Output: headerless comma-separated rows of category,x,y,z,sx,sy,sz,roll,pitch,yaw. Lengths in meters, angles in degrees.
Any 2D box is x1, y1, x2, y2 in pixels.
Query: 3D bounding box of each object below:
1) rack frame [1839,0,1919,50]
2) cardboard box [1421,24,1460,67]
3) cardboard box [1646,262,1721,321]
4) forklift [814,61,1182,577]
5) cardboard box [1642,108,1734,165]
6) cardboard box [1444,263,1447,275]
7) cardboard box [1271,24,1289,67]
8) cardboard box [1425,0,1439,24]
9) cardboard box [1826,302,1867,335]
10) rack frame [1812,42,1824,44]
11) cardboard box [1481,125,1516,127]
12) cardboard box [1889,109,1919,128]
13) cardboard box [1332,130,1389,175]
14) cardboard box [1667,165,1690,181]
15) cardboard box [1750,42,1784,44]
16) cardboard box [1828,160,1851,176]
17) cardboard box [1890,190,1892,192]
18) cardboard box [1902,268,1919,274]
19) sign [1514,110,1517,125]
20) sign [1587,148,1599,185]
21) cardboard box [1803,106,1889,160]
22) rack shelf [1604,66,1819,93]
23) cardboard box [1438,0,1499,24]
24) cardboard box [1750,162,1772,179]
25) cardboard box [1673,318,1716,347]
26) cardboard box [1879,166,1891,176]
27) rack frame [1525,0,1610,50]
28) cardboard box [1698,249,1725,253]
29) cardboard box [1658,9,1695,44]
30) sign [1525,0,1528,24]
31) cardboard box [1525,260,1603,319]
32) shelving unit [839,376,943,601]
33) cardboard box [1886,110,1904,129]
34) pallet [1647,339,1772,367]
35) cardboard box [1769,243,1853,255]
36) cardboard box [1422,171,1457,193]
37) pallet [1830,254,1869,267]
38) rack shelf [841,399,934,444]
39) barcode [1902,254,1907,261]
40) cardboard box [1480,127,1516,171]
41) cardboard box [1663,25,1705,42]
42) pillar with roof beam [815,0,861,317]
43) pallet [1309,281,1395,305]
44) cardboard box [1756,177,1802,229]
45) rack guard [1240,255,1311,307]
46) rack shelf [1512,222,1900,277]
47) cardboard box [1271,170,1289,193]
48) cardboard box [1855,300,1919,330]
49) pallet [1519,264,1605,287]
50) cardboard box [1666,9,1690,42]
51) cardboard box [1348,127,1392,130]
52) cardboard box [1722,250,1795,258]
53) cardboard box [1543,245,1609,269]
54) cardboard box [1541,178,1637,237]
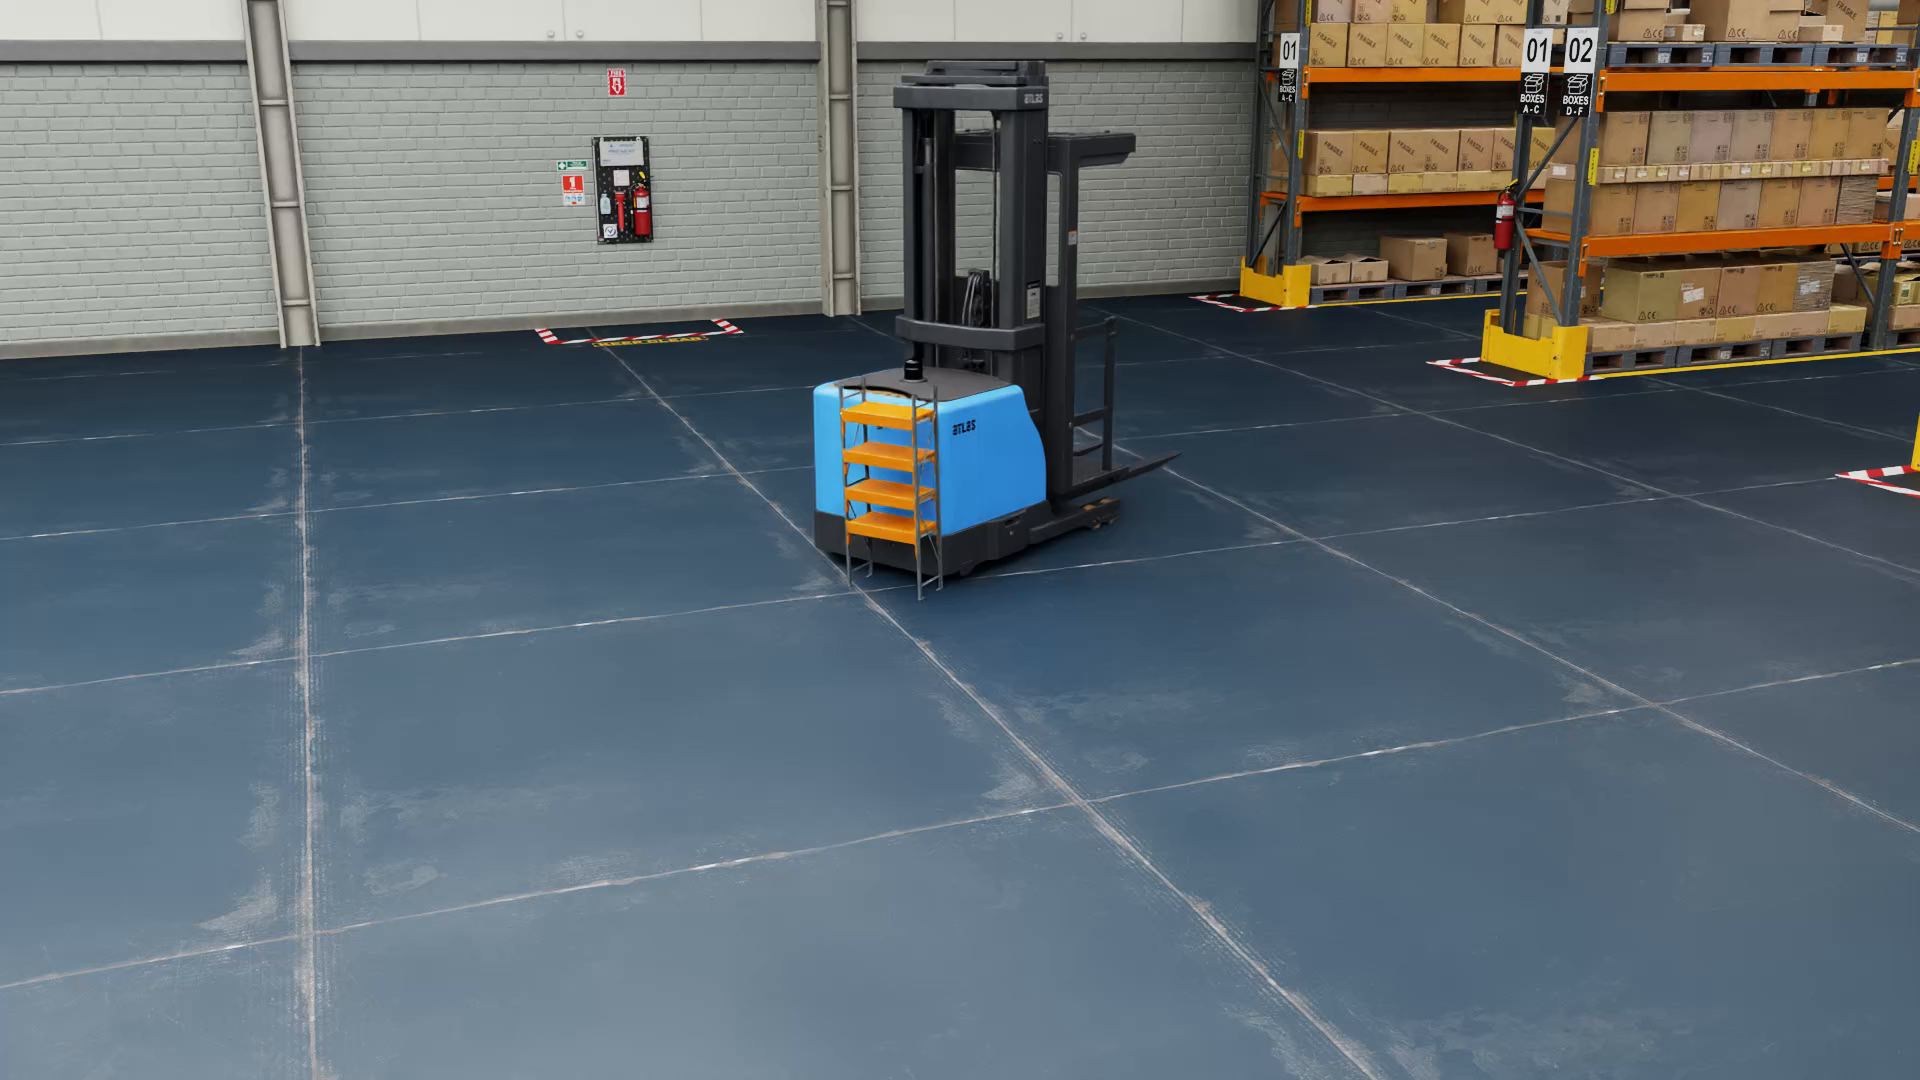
rack frame,9.365,-6.409,16.454,0.127,3.000,1.000,-6,17,-20
cardboard box,5.745,-6.053,20.351,0.500,0.500,0.500,-5,17,-17
cardboard box,7.138,-2.470,16.489,0.500,0.500,0.500,-6,17,-20
forklift,0.408,-1.544,10.655,1.130,2.935,3.031,12,20,36
cardboard box,7.079,-3.953,16.255,0.500,0.500,0.700,-6,17,-20
cardboard box,6.088,-3.521,21.544,0.250,0.149,0.380,-8,18,-25
cardboard box,4.152,-6.036,20.293,0.500,0.500,0.500,-5,17,-16
cardboard box,5.609,-6.670,20.677,0.500,0.500,0.500,-6,17,-20
cardboard box,9.010,-2.309,17.272,0.500,0.250,0.500,-6,17,-20
rack frame,11.324,-8.116,22.264,0.127,3.000,1.000,-6,17,-20
cardboard box,7.075,-5.139,21.674,0.500,0.500,0.500,-7,18,-21
cardboard box,13.281,-5.934,23.411,0.500,0.250,0.500,-7,18,-21
cardboard box,4.872,-4.744,20.331,0.500,0.500,0.500,-6,17,-20
cardboard box,6.788,-3.547,16.024,0.250,0.149,0.380,-6,18,-21
cardboard box,10.748,-6.500,22.207,0.500,0.311,0.500,-6,17,-20
cardboard box,8.712,-3.755,16.733,0.250,0.149,0.380,-7,18,-22
cardboard box,10.120,-3.604,17.784,0.258,0.266,0.396,-7,18,-21
cardboard box,10.309,-2.708,17.634,0.500,0.311,0.500,-6,18,-21
sign,7.387,-5.535,22.069,0.005,0.325,0.100,-6,17,-20
sign,5.822,-3.434,15.293,0.005,0.325,0.100,-6,17,-20
cardboard box,8.952,-4.155,16.944,0.500,0.500,0.700,-6,17,-20
rack shelf,9.456,-6.130,22.101,4.000,0.370,1.077,-6,17,-20
cardboard box,6.226,-6.575,20.354,0.500,0.500,0.500,-7,18,-22
cardboard box,7.754,-3.651,16.380,0.250,0.149,0.380,-6,17,-18
cardboard box,7.142,-2.107,16.585,0.500,0.250,0.500,-6,17,-20
cardboard box,12.905,-5.236,23.514,0.250,0.149,0.380,-6,17,-19
rack frame,5.629,-6.006,15.080,0.127,3.000,1.000,-6,17,-20
cardboard box,10.147,-4.141,23.033,0.500,0.500,0.700,-6,17,-20
cardboard box,9.279,-6.681,21.779,0.500,0.500,0.500,-7,18,-22
sign,5.448,-5.098,15.880,0.005,0.325,0.100,-6,17,-20
cardboard box,6.024,-2.502,16.599,0.500,0.500,0.500,-6,17,-20
shelving unit,-0.389,-0.294,9.450,0.503,1.200,0.258,10,21,30
cardboard box,12.807,-5.881,23.230,0.500,0.250,0.500,-6,17,-20
pallet,7.466,-2.000,17.034,1.213,0.211,1.003,-6,17,-20
cardboard box,12.057,-4.447,23.488,0.750,0.750,0.750,-6,18,-21
cardboard box,5.853,-4.490,20.796,0.500,0.250,0.500,-6,17,-20
pallet,12.087,-3.959,23.705,1.213,0.211,1.003,-6,17,-20
rack shelf,-0.398,-0.667,9.326,0.480,0.148,0.258,10,21,30
barcode,9.752,-2.920,17.168,0.075,0.075,0.001,-6,17,-20
cardboard box,6.794,-4.951,21.033,0.500,0.500,0.500,-6,17,-20
cardboard box,6.791,-4.787,15.705,0.250,0.149,0.380,-6,17,-20
pillar with roof beam,0.135,-5.870,14.616,0.400,9.000,9.100,-6,17,-20
pallet,4.696,-3.173,21.029,1.213,0.211,1.003,-6,17,-20
cardboard box,7.992,-3.428,16.771,0.500,0.500,0.700,-6,17,-19
rack guard,3.924,-3.239,20.741,0.348,0.500,1.175,-6,17,-20
rack shelf,7.497,-2.984,16.714,4.000,0.370,1.077,-6,17,-20
cardboard box,4.220,-4.466,20.715,0.500,0.250,0.500,-6,17,-19
cardboard box,9.830,-2.389,17.544,0.500,0.250,0.500,-7,18,-21
pallet,8.315,-3.575,22.397,1.213,0.211,1.003,-6,17,-20
cardboard box,7.130,-5.034,16.259,0.500,0.311,0.500,-4,17,-14
cardboard box,5.172,-4.933,20.973,0.500,0.500,0.500,-7,18,-22
cardboard box,8.355,-2.756,17.464,0.500,0.500,0.500,-6,17,-20
cardboard box,8.270,-3.924,22.294,0.500,0.500,0.700,-6,17,-18
cardboard box,6.070,-3.219,16.060,0.500,0.500,0.700,-6,17,-20
